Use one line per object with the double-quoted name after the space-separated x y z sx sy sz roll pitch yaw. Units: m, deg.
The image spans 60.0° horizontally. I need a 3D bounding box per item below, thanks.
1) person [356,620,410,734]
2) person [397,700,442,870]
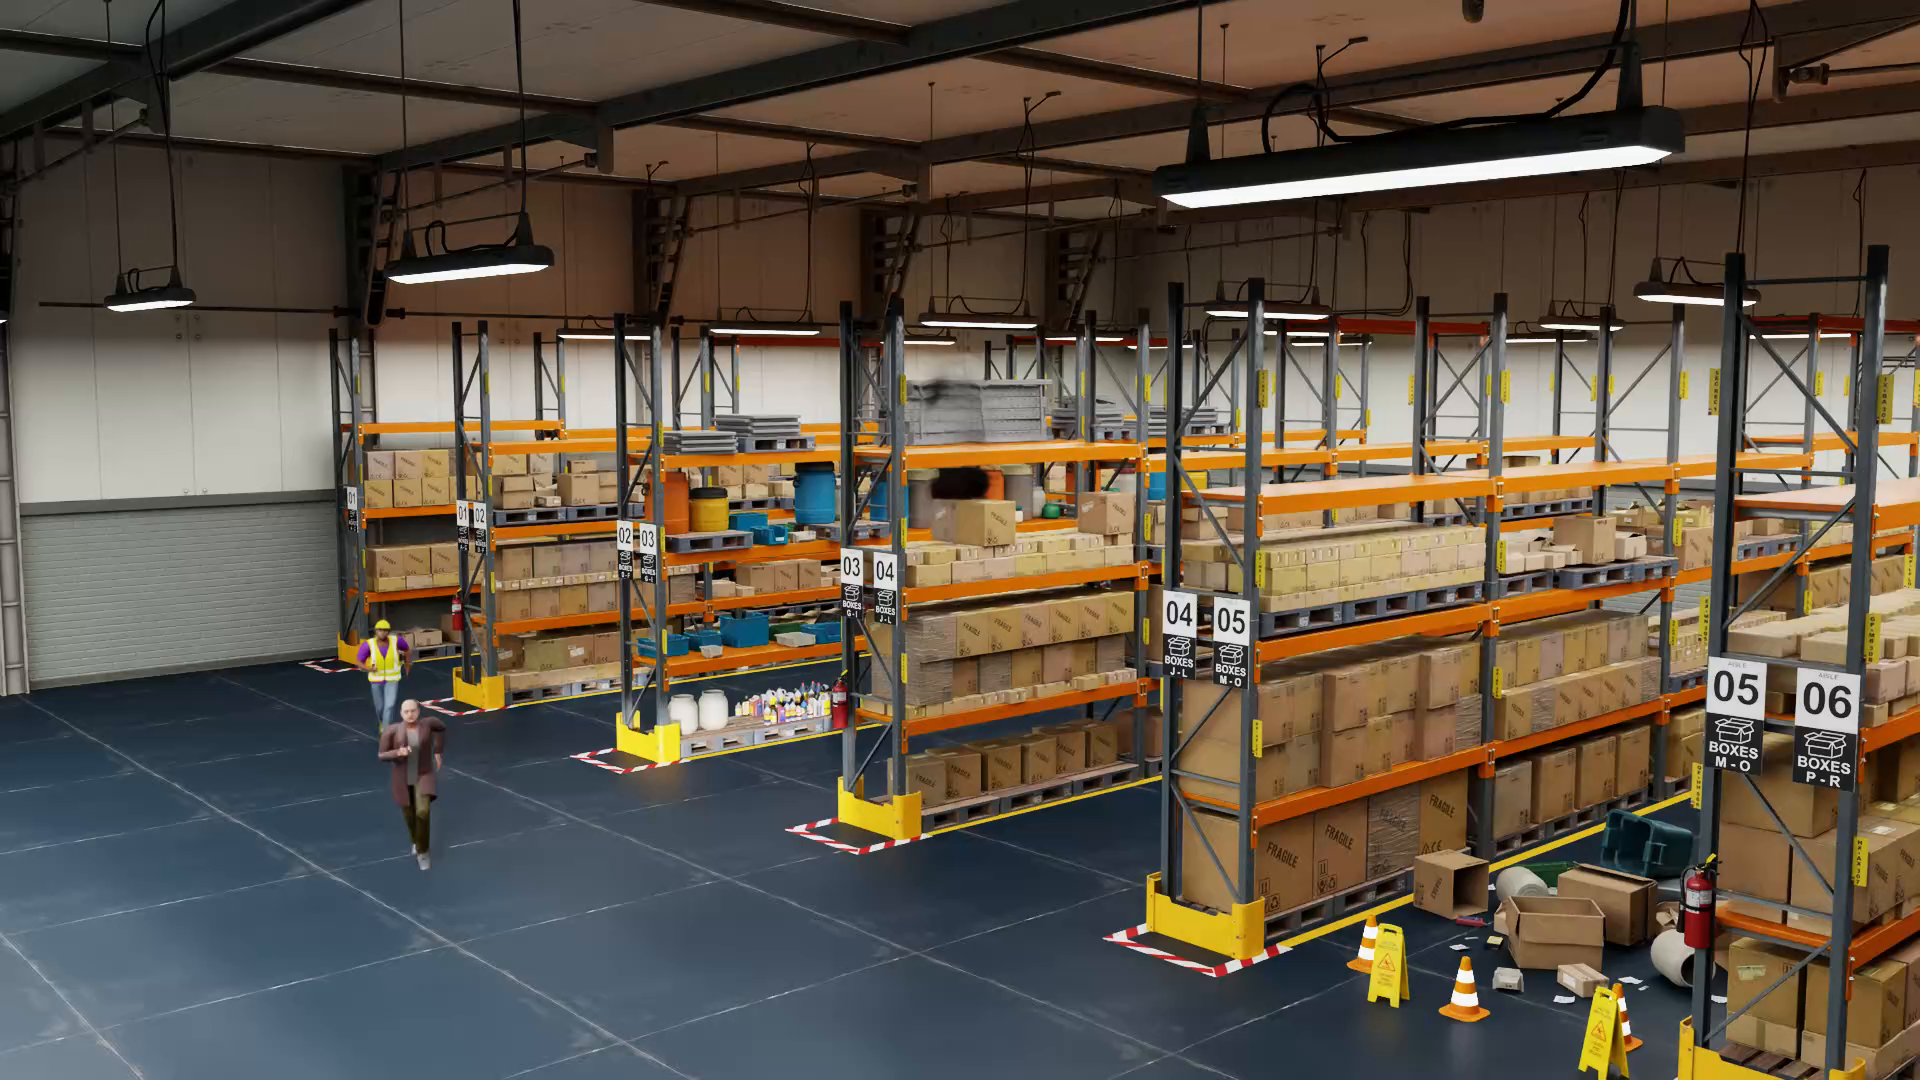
-8.100 1.920 23.369 0.727 1.655 0.864 -2 6 -20 "person"
-5.761 2.570 17.550 0.632 1.842 0.904 -1 6 -14 "person"
